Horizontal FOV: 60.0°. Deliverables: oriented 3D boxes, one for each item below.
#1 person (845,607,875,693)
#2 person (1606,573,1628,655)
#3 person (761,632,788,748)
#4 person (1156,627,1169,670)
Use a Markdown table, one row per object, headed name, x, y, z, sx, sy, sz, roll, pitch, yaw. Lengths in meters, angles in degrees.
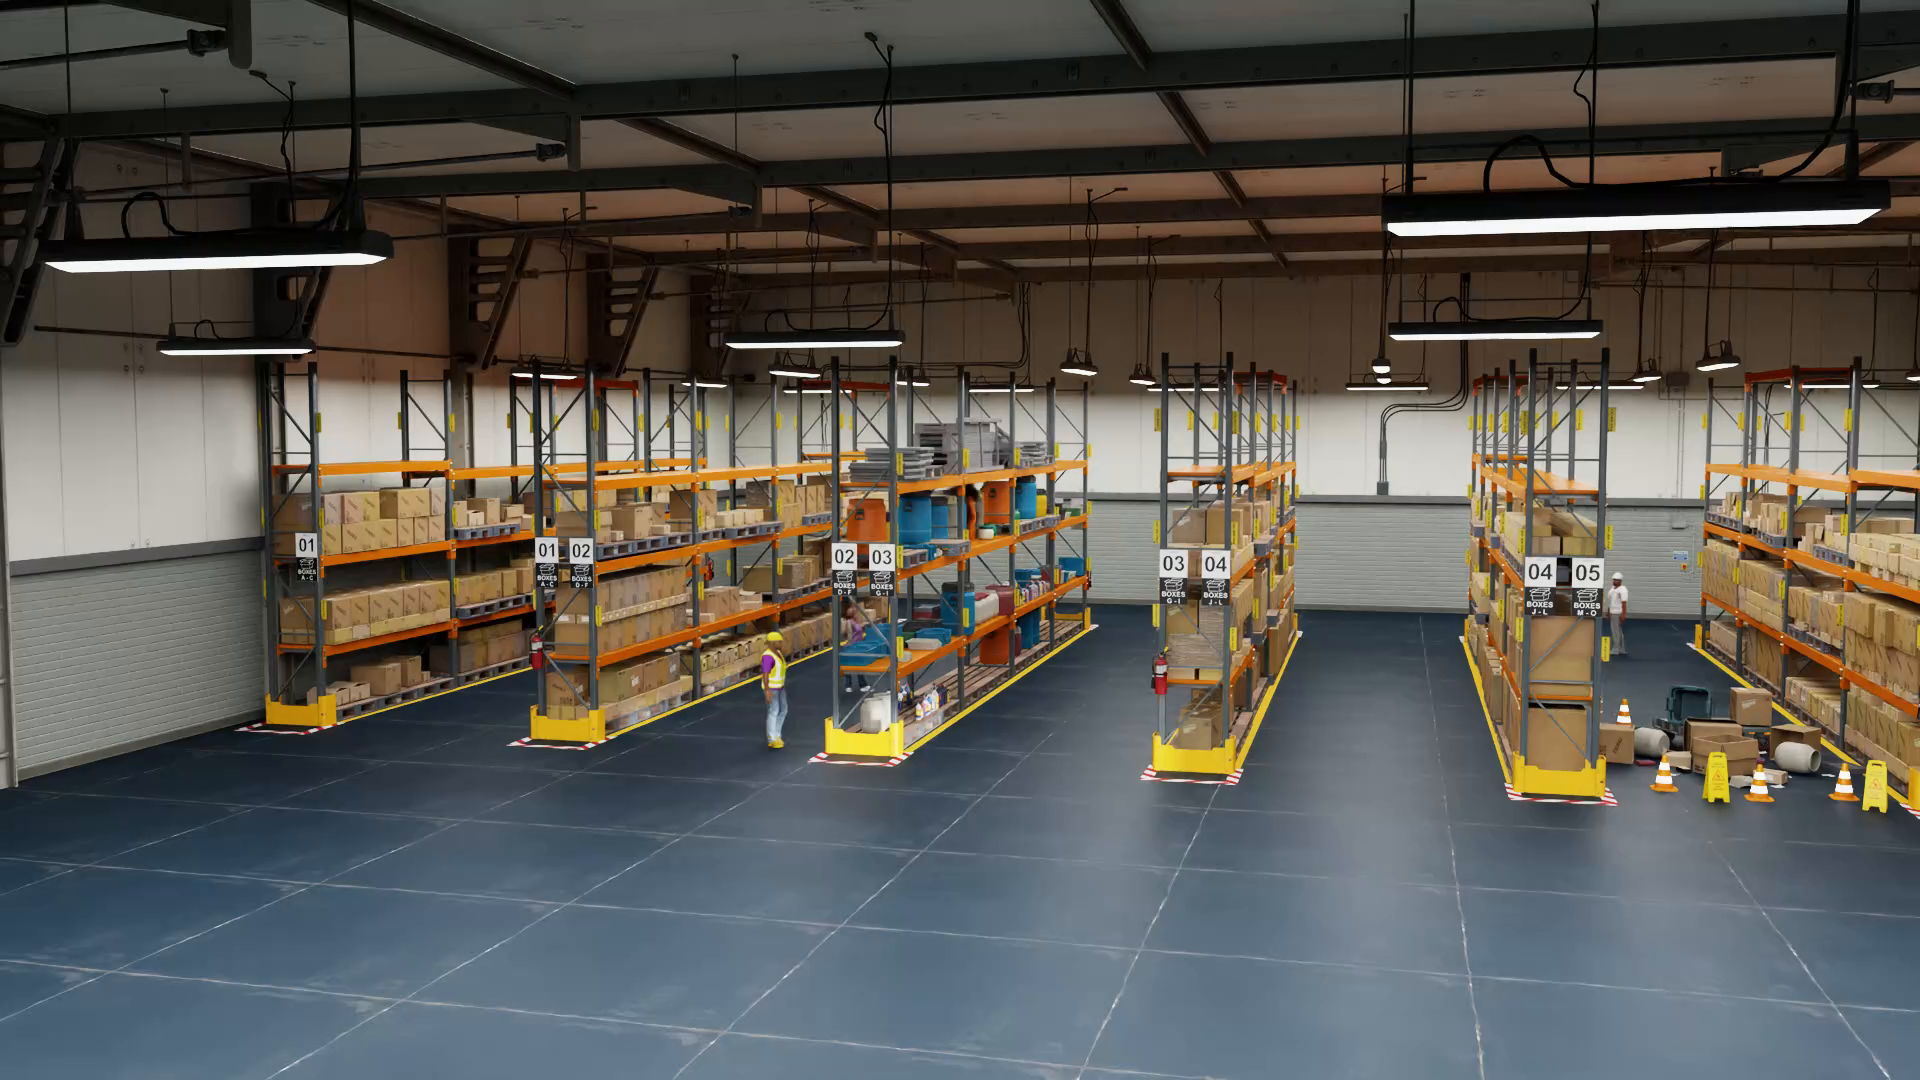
| name | x | y | z | sx | sy | sz | roll | pitch | yaw |
| --- | --- | --- | --- | --- | --- | --- | --- | --- | --- |
| person | -1.899 | 2.080 | 30.757 | 0.516 | 1.497 | 0.475 | 3 | 5 | 32 |
| person | 14.220 | 1.593 | 36.036 | 0.441 | 1.772 | 0.598 | 1 | 4 | 19 |
| person | -2.865 | 2.344 | 25.796 | 0.400 | 1.840 | 0.672 | 1 | 4 | 16 |
| person | 4.285 | 1.810 | 33.838 | 0.559 | 1.624 | 1.014 | 1 | 4 | 20 |
